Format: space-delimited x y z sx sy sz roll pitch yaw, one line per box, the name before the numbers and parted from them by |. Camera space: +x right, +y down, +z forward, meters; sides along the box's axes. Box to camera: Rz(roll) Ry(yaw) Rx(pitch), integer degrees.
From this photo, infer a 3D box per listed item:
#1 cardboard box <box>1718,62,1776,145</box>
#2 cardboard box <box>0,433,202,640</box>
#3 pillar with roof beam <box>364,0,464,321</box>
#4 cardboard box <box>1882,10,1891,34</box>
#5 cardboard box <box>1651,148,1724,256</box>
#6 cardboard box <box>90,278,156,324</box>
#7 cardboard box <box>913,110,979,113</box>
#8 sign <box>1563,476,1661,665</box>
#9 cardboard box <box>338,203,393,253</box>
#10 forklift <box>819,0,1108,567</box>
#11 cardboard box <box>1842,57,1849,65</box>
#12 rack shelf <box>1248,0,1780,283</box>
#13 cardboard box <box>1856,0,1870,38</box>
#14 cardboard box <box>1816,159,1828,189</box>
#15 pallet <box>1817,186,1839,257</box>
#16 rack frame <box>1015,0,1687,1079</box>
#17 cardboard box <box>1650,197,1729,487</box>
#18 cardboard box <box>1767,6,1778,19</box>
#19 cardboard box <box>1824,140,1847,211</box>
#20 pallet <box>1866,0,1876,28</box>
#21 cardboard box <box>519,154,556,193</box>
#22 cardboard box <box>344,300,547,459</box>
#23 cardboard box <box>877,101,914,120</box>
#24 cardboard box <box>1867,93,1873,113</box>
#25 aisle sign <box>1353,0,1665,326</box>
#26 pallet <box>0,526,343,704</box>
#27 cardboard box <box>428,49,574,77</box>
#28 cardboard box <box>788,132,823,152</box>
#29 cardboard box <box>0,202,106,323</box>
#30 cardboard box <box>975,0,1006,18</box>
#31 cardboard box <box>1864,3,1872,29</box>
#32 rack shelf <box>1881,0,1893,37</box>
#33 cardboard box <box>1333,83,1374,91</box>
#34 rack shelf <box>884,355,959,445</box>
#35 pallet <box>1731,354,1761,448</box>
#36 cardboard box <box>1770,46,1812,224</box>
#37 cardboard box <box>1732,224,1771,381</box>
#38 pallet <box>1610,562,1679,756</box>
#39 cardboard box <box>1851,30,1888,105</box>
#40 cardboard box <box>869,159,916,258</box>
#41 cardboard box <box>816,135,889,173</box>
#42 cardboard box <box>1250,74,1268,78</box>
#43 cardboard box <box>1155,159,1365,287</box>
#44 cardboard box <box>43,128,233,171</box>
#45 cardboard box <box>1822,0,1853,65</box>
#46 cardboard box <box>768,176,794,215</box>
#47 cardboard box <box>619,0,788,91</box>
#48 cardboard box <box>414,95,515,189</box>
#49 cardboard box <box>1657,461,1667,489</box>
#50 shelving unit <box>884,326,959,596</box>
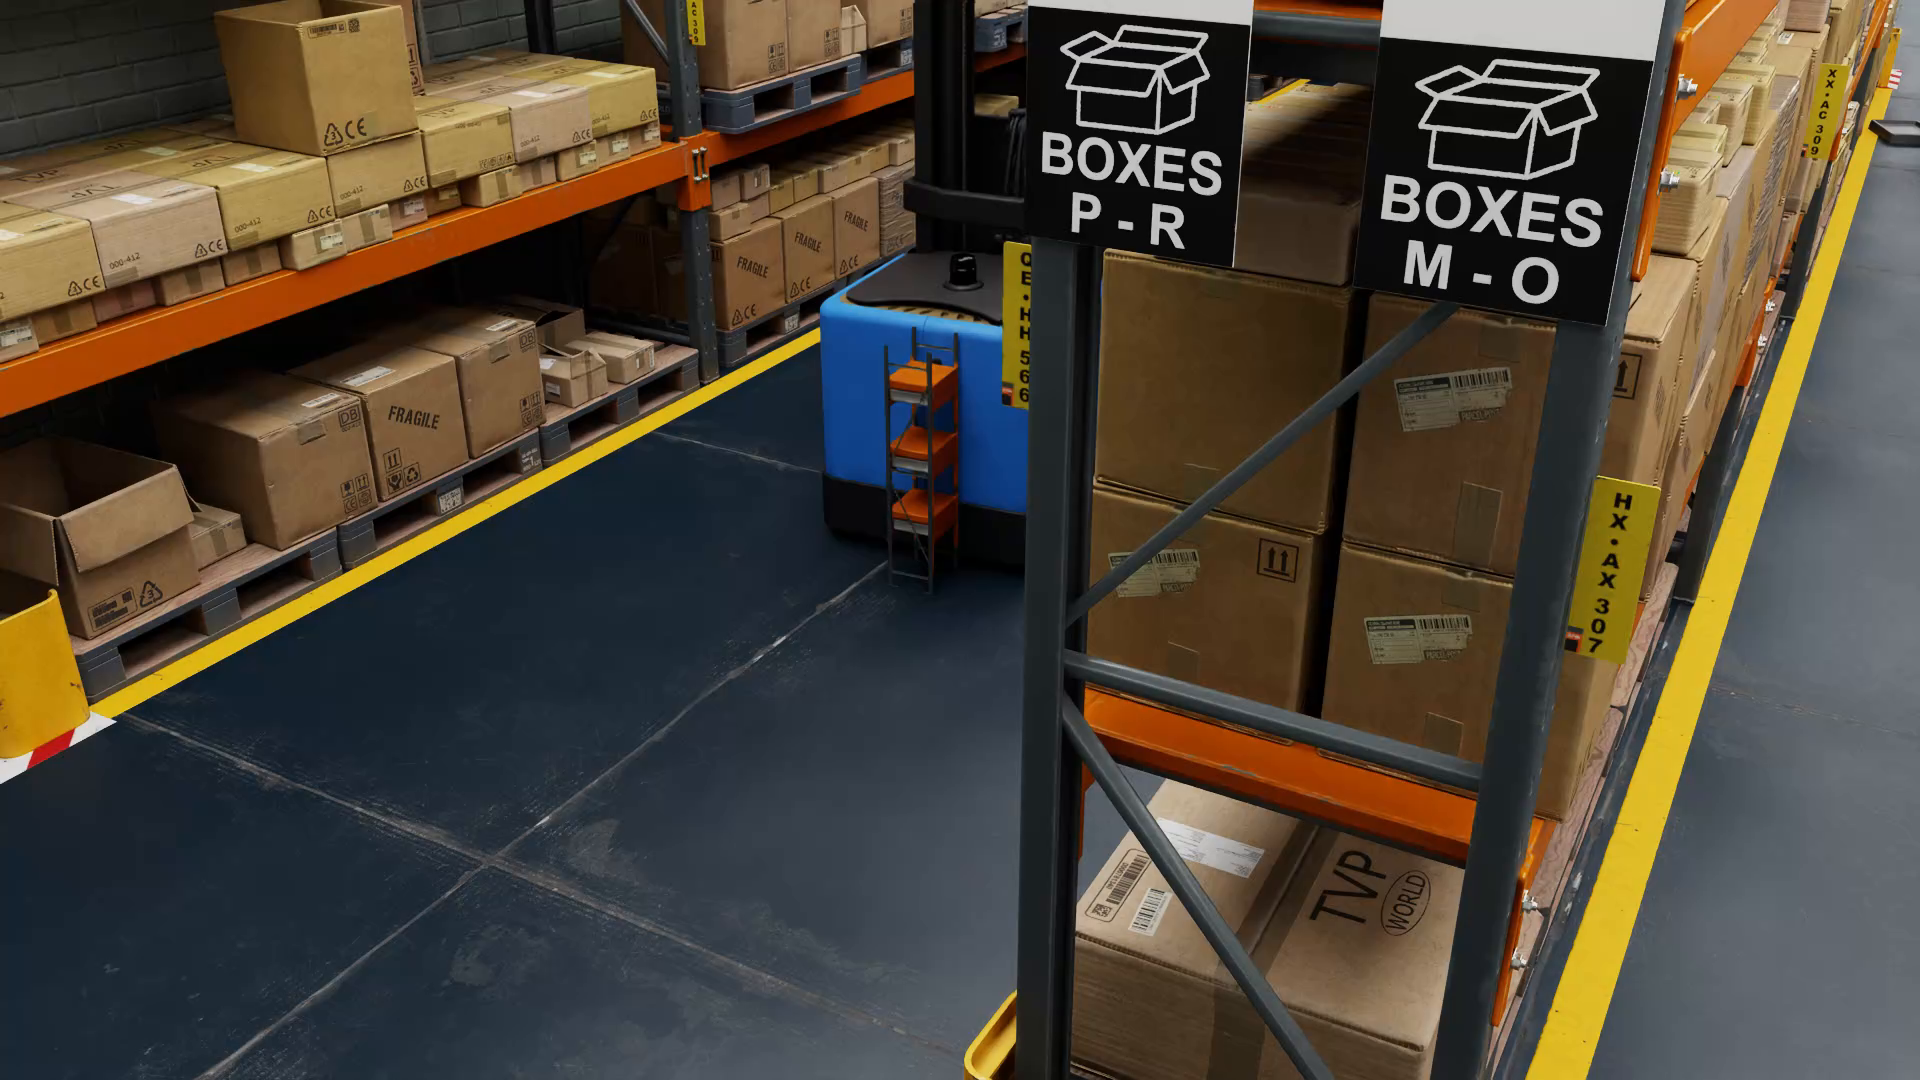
cardboard box | 1.807 -1.104 4.151 0.380 0.149 0.250 13 30 25
cardboard box | -3.349 -0.030 6.279 0.797 0.503 0.637 13 29 24
pillar with roof beam | 0.857 -3.962 5.111 9.100 9.000 0.400 14 30 26
cardboard box | 7.134 -4.116 13.161 0.380 0.149 0.250 15 30 27
cardboard box | 1.302 -0.703 3.349 0.380 0.149 0.250 15 30 28
cardboard box | -3.148 -0.916 6.009 0.380 0.149 0.250 14 30 25
cardboard box | -0.094 -2.765 11.020 0.380 0.149 0.250 13 29 24
sign | 1.072 0.053 2.738 0.100 0.325 0.005 14 30 26
cardboard box | -2.543 -1.295 6.766 0.380 0.149 0.250 15 30 27
forklift | 0.470 -1.834 7.640 1.130 2.935 3.031 11 29 21
cardboard box | 3.772 -2.072 7.647 0.500 0.250 0.500 13 29 25
rack shelf | 1.575 -1.449 4.245 1.077 0.370 4.000 14 30 26
cardboard box | 4.255 -2.798 8.260 0.500 0.500 0.500 15 30 27
cardboard box | 3.779 -1.846 7.754 0.500 0.250 0.500 14 30 25
pallet | 5.514 -2.298 11.605 1.003 0.211 1.213 14 30 26
rack frame | 0.588 0.350 3.200 0.949 2.616 0.053 14 30 26
cardboard box | 1.324 -0.468 3.606 0.500 0.500 0.500 13 30 25
cardboard box | 2.220 -1.524 4.989 0.380 0.149 0.250 14 30 26
cardboard box | 5.548 -2.582 11.523 0.950 0.372 0.625 15 30 28
pallet | 5.465 -3.462 11.029 1.003 0.211 1.213 14 30 26
cardboard box | -2.070 -1.699 7.573 0.380 0.149 0.250 15 30 27
cardboard box | -2.384 -0.758 7.736 0.700 0.500 0.500 13 29 24
cardboard box | -0.531 -2.872 11.235 0.380 0.149 0.250 15 30 27
cardboard box | 7.273 -3.665 13.824 0.500 0.250 0.500 16 31 29
aisle sign | 0.808 -0.720 2.433 0.394 0.787 0.004 14 30 26
pallet | -3.303 0.166 6.684 1.003 0.211 1.213 14 30 26
cardboard box | -2.243 -2.232 8.194 0.500 0.250 0.500 14 30 26
cardboard box | -1.084 -2.473 10.437 0.380 0.149 0.250 13 29 24
cardboard box | -3.274 -0.924 5.581 0.500 0.250 0.500 14 30 26
cardboard box | -0.034 -3.497 10.583 0.500 0.250 0.500 13 29 24
cardboard box | 5.345 -3.230 10.164 0.380 0.149 0.250 14 30 26
rack shelf | 7.479 -4.784 14.259 1.077 0.370 4.000 14 30 26
cardboard box | 1.101 -1.014 3.971 0.380 0.149 0.250 14 30 26
rack shelf | -0.151 -0.555 6.576 0.215 0.259 0.240 11 29 21
pallet | 3.472 -0.756 8.524 1.003 0.211 1.213 14 30 26
cardboard box | 2.311 -1.259 5.186 0.500 0.500 0.500 14 30 25
cardboard box | 2.305 -0.814 5.414 0.500 0.500 0.500 13 30 25
pallet | 2.117 0.318 6.379 1.003 0.211 1.213 14 30 26
cardboard box | 7.020 -3.790 13.235 0.500 0.500 0.500 16 31 28
cardboard box | -0.567 -2.113 10.443 0.500 0.500 0.500 13 29 24
cardboard box | -0.661 -2.375 10.243 0.380 0.149 0.250 14 30 26
cardboard box | 2.697 -4.492 15.474 0.500 0.250 0.500 15 30 27
cardboard box | 0.594 -0.615 3.175 0.380 0.149 0.250 15 30 27
cardboard box | -3.234 -1.437 6.606 0.500 0.250 0.500 15 30 28
cardboard box | 3.026 -1.808 6.283 0.500 0.500 0.500 15 30 27
cardboard box | -1.171 -1.969 9.431 0.380 0.149 0.250 13 29 23
cardboard box | -1.332 -2.672 8.655 0.700 0.500 0.500 15 30 27
cardboard box | -2.293 -1.724 7.178 0.500 0.250 0.500 14 30 26
cardboard box | 1.302 -0.021 3.830 0.500 0.500 0.500 14 30 25
shelving unit | -0.151 -0.311 6.698 0.215 1.050 0.252 11 29 21
